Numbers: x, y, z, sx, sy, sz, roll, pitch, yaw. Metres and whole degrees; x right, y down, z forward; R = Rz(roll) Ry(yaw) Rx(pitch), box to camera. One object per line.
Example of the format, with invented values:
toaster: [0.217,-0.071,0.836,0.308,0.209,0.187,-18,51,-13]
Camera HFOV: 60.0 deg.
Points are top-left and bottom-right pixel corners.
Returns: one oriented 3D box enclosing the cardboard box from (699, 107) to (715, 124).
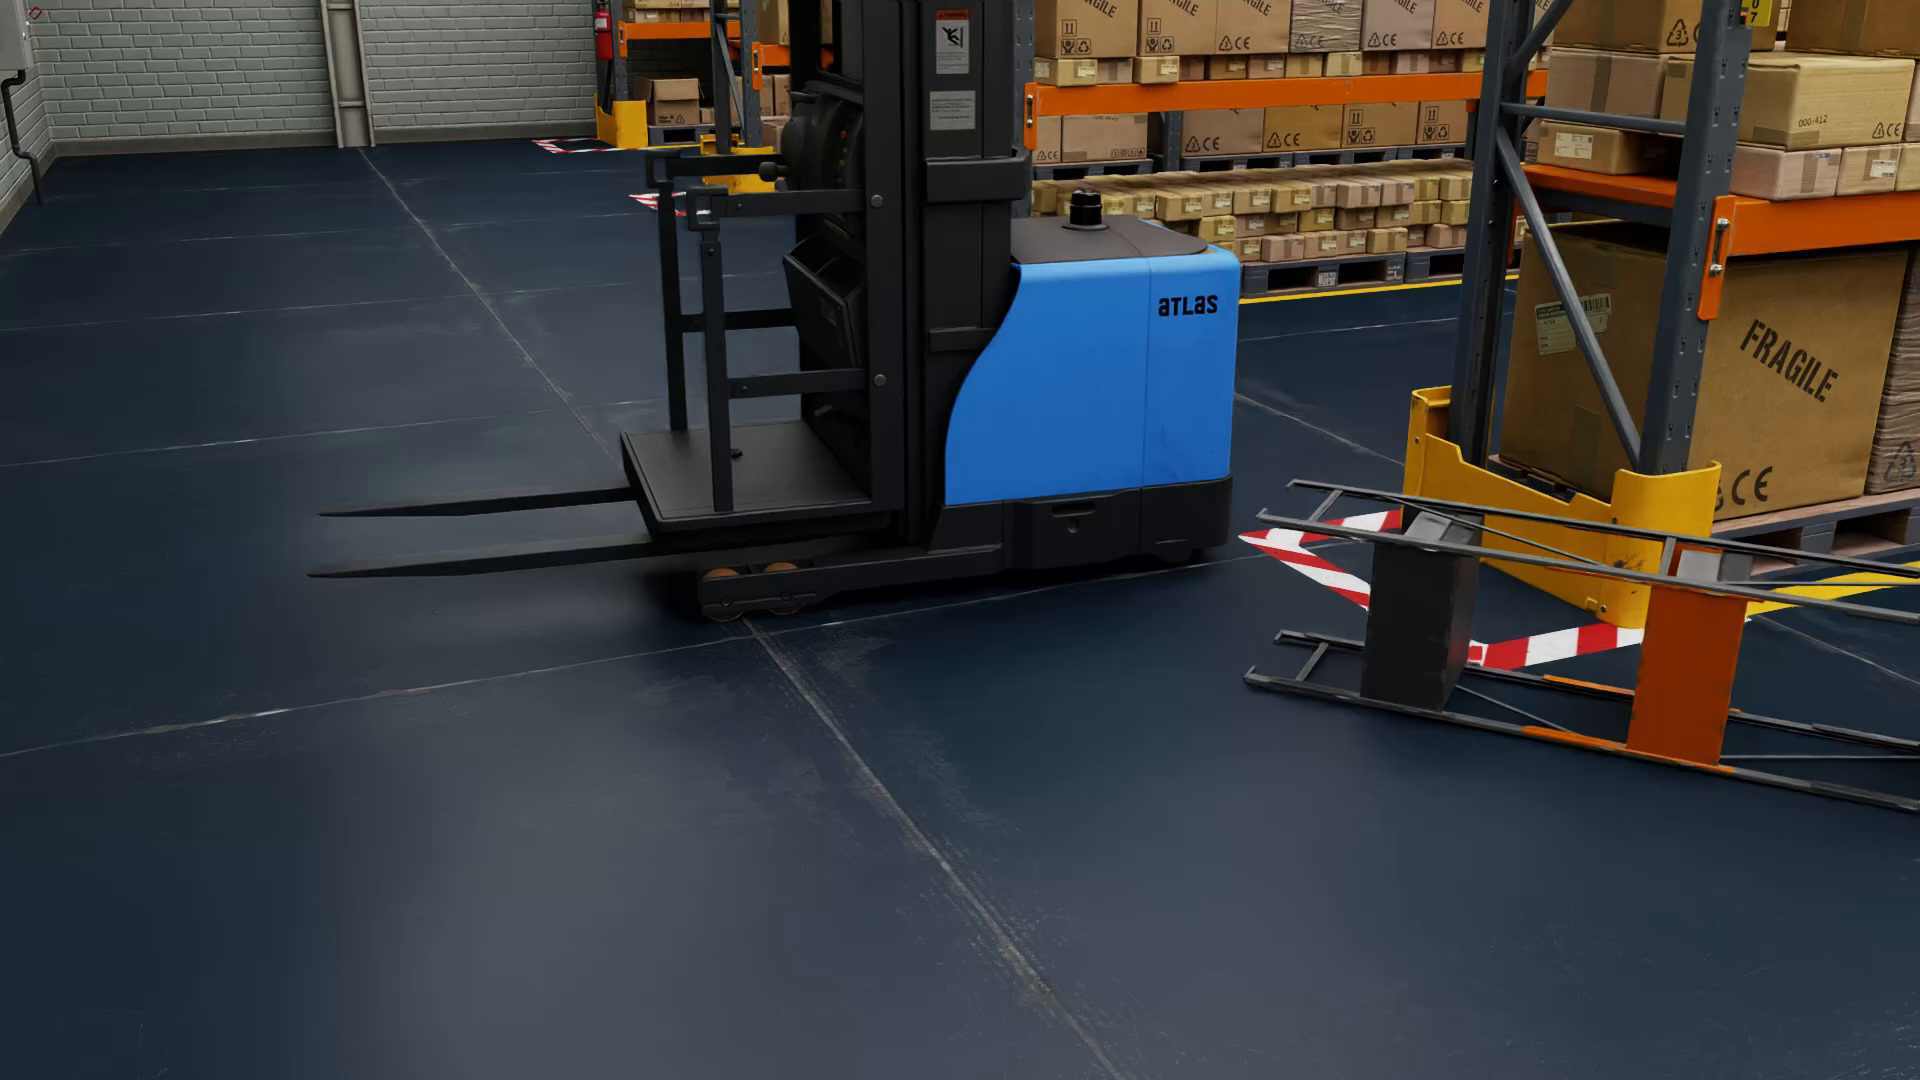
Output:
cardboard box: [-2.861,-4.816,18.844,0.250,0.149,0.380,-9,21,-24]

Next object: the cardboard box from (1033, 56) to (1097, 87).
cardboard box: [0.585,-2.682,9.500,0.250,0.149,0.380,-8,21,-22]

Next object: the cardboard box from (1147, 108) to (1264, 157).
cardboard box: [2.315,-4.182,15.950,0.875,0.875,0.875,-7,21,-20]

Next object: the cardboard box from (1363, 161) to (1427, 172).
cardboard box: [2.943,-2.469,11.283,0.250,0.149,0.380,-8,21,-23]

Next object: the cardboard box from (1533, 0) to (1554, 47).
cardboard box: [3.498,-3.422,10.625,0.500,0.500,0.500,-8,21,-22]

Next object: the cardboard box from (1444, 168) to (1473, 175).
cardboard box: [3.388,-2.346,10.933,0.250,0.149,0.380,-8,21,-21]

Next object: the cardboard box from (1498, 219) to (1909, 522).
cardboard box: [2.586,-0.636,5.880,0.875,0.875,0.875,-8,21,-22]

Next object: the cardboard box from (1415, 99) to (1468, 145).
cardboard box: [4.783,-4.537,16.957,0.875,0.875,0.875,-8,21,-22]

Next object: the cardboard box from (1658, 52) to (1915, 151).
cardboard box: [2.577,-1.382,5.209,0.500,0.250,0.500,-9,21,-23]

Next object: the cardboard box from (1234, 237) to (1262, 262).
cardboard box: [1.673,-1.839,10.390,0.250,0.149,0.380,-8,21,-22]

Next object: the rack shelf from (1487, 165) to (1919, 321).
rack shelf: [3.866,-1.256,6.155,4.000,0.370,1.077,-8,21,-22]

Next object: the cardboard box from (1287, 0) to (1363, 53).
cardboard box: [2.081,-3.228,10.074,0.500,0.500,0.500,-9,21,-23]

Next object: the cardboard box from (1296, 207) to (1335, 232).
cardboard box: [2.173,-2.065,10.584,0.250,0.149,0.380,-7,21,-19]

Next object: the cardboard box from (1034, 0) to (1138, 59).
cardboard box: [0.679,-3.020,9.484,0.500,0.500,0.500,-7,21,-19]

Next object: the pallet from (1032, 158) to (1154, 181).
pallet: [1.048,-3.489,15.612,1.213,0.211,1.003,-8,21,-22]

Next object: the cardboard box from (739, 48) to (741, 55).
cardboard box: [3.889,-0.855,6.240,3.687,1.028,20.766,-8,21,-22]

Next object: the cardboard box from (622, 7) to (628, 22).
cardboard box: [-3.667,-5.874,18.567,0.250,0.149,0.380,-8,21,-23]

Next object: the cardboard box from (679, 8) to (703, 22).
cardboard box: [-3.012,-5.801,18.359,0.250,0.149,0.380,-8,21,-23]

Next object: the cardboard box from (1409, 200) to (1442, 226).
cardboard box: [2.916,-2.156,10.841,0.250,0.149,0.380,-8,21,-21]

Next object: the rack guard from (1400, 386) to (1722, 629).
rack guard: [2.008,-0.150,5.694,0.348,0.500,1.175,-8,21,-22]

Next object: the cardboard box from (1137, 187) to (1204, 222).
cardboard box: [1.261,-2.024,10.018,0.250,0.149,0.380,-8,21,-22]

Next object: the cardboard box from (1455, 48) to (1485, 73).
cardboard box: [3.199,-3.072,10.610,0.250,0.149,0.380,-7,21,-20]

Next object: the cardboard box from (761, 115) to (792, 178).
cardboard box: [-1.329,-3.461,14.560,0.875,0.438,0.875,-9,21,-24]

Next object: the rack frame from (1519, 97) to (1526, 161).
rack frame: [5.450,-5.406,16.860,0.127,3.000,1.000,-8,21,-22]

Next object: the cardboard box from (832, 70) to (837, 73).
cardboard box: [-1.513,-5.175,19.334,0.500,0.500,0.700,-9,21,-24]

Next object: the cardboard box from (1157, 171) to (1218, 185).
cardboard box: [1.472,-2.294,10.785,0.250,0.149,0.380,-7,21,-20]

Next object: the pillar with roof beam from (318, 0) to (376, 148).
pillar with roof beam: [-4.993,-7.304,13.217,0.400,9.000,9.100,-8,21,-22]

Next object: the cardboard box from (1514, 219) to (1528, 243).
cardboard box: [3.605,-2.082,11.078,0.250,0.149,0.380,-8,21,-21]

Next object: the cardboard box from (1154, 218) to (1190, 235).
cardboard box: [1.204,-1.920,10.171,0.250,0.149,0.380,-8,21,-21]

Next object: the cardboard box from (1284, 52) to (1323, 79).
cardboard box: [1.997,-2.903,10.127,0.250,0.149,0.380,-7,21,-20]

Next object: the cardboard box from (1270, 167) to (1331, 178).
cardboard box: [2.229,-2.358,10.968,0.250,0.149,0.380,-9,21,-24]

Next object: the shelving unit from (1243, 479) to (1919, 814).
shelving unit: [1.850,0.275,4.454,2.100,0.503,0.431,10,22,24]

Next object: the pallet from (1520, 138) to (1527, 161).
pallet: [6.168,-4.193,17.614,1.213,0.211,1.003,-8,21,-22]

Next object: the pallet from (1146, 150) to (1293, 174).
pallet: [2.456,-3.689,16.182,1.213,0.211,1.003,-8,21,-22]

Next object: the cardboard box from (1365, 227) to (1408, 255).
cardboard box: [2.655,-1.946,10.691,0.250,0.149,0.380,-8,21,-22]

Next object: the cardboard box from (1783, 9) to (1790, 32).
cardboard box: [5.571,-3.548,11.329,0.250,0.149,0.380,-9,21,-23]

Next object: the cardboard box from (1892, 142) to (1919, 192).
cardboard box: [2.956,-1.227,5.370,0.250,0.149,0.380,-9,21,-23]

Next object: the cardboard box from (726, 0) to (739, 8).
cardboard box: [-2.415,-6.048,18.461,0.500,0.250,0.500,-9,21,-23]

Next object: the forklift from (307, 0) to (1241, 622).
forklift: [-0.631,-1.318,5.353,3.031,2.935,1.130,-6,20,-16]

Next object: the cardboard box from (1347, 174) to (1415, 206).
cardboard box: [2.681,-2.237,10.623,0.250,0.149,0.380,-9,21,-25]

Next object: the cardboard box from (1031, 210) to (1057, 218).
cardboard box: [0.529,-2.008,10.420,0.250,0.149,0.380,-9,21,-23]

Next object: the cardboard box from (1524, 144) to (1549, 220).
cardboard box: [4.410,-2.577,11.956,0.500,0.500,0.500,-9,21,-23]

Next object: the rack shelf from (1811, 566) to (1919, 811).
rack shelf: [2.467,0.381,4.171,0.518,0.480,0.431,10,22,24]

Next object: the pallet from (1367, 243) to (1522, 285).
pallet: [3.228,-1.969,11.298,1.213,0.211,1.003,-8,21,-22]

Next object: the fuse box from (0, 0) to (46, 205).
fuse box: [-7.762,-3.657,13.832,0.414,1.711,0.539,-8,21,-22]

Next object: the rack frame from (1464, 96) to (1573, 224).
rack frame: [3.831,-3.384,11.116,0.127,3.000,1.000,-8,21,-22]

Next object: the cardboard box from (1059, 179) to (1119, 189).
cardboard box: [0.797,-2.154,10.388,0.250,0.149,0.380,-8,21,-21]

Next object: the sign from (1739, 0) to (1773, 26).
sign: [2.244,-1.607,4.648,0.005,0.325,0.100,-8,21,-22]

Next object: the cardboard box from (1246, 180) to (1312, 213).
cardboard box: [1.974,-2.136,10.337,0.250,0.149,0.380,-8,21,-21]

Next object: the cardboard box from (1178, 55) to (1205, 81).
cardboard box: [1.254,-2.823,9.901,0.250,0.149,0.380,-7,21,-19]
